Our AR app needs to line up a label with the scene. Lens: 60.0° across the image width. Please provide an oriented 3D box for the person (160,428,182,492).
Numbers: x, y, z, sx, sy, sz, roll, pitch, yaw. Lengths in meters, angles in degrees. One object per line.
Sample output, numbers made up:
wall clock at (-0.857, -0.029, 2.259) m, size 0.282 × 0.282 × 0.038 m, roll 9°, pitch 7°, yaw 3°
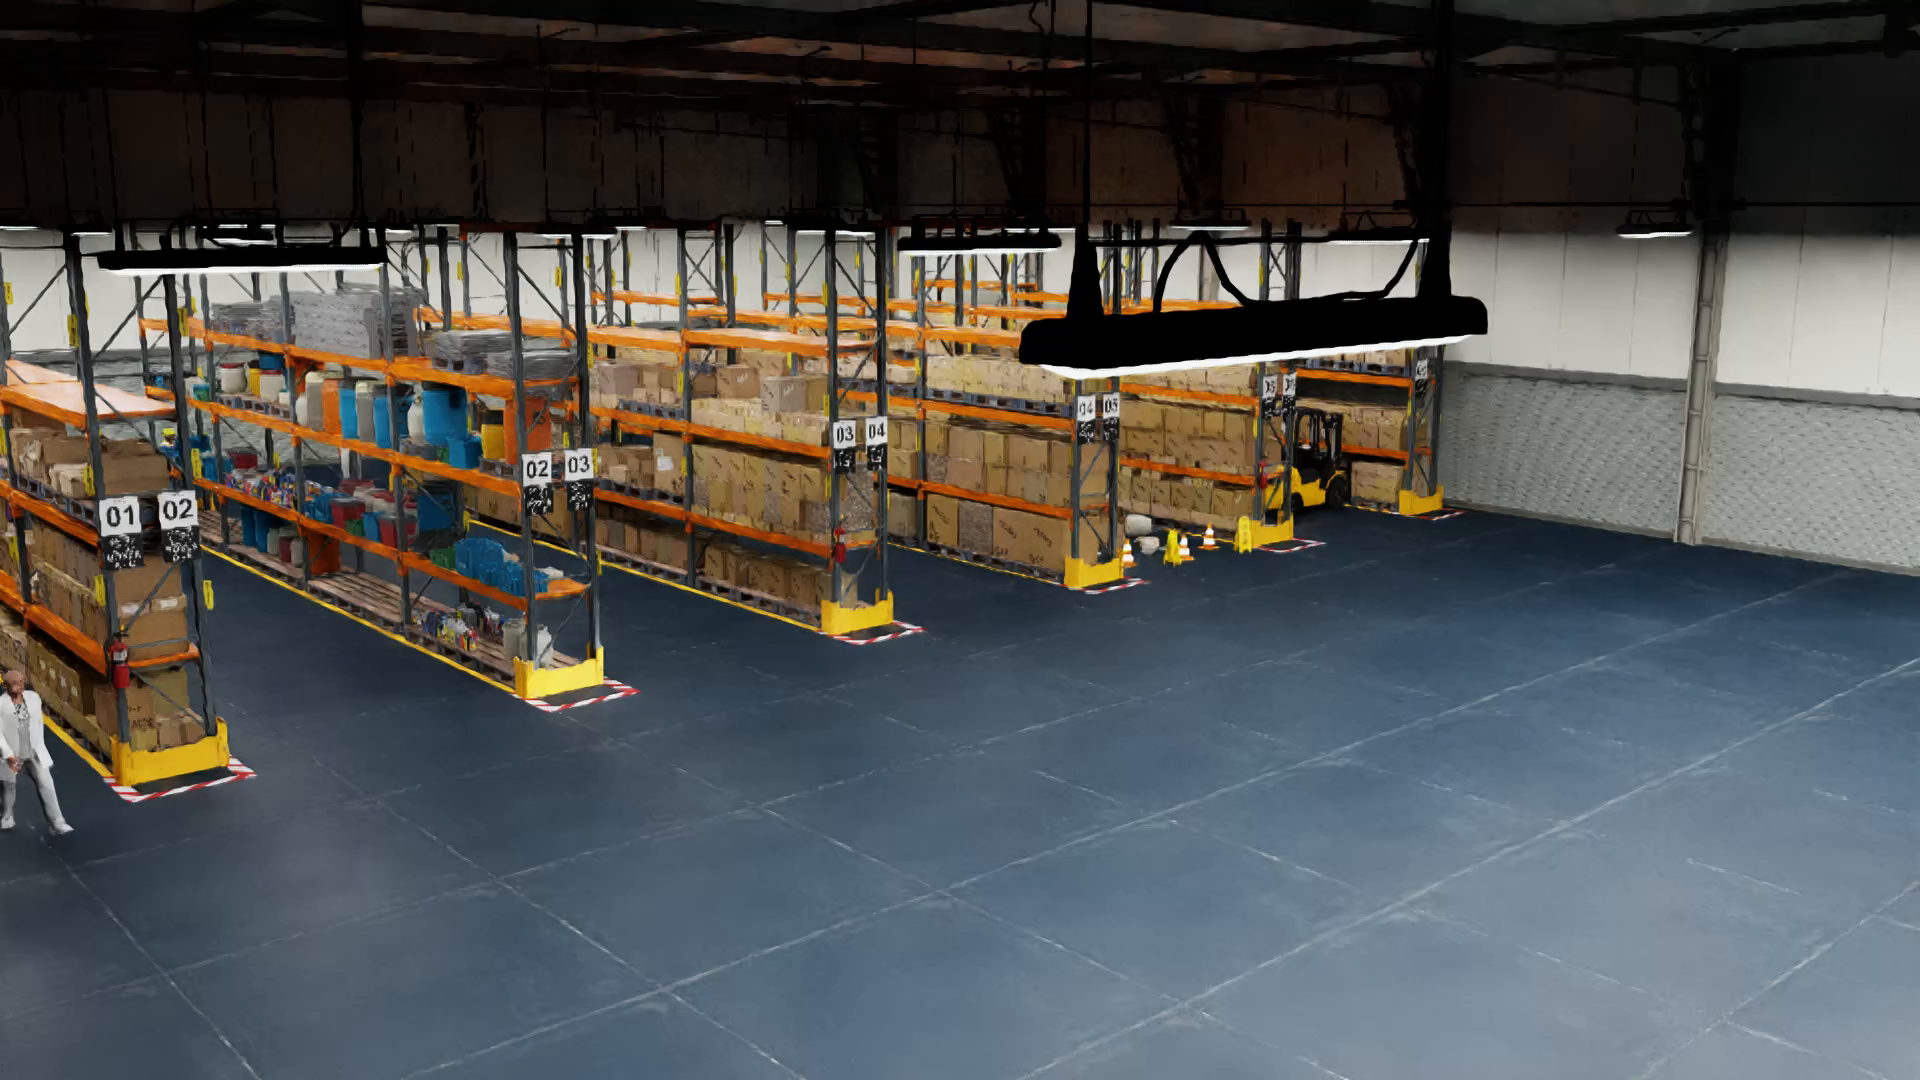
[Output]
person at (-16.388, -1.465, 34.610) m, size 0.535 × 1.756 × 0.719 m, roll -2°, pitch 12°, yaw -9°

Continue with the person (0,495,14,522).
person at (-17.166, -0.368, 30.060) m, size 0.417 × 1.407 × 1.037 m, roll -9°, pitch 15°, yaw -38°

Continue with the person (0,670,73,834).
person at (-9.510, 2.143, 16.835) m, size 1.102 × 1.715 × 0.580 m, roll 10°, pitch 15°, yaw 40°

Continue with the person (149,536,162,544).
person at (-13.349, 0.079, 27.286) m, size 0.677 × 1.674 × 0.534 m, roll -11°, pitch 16°, yaw -43°

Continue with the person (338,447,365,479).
person at (-13.804, -2.047, 37.704) m, size 0.579 × 1.696 × 0.974 m, roll -4°, pitch 12°, yaw -20°
